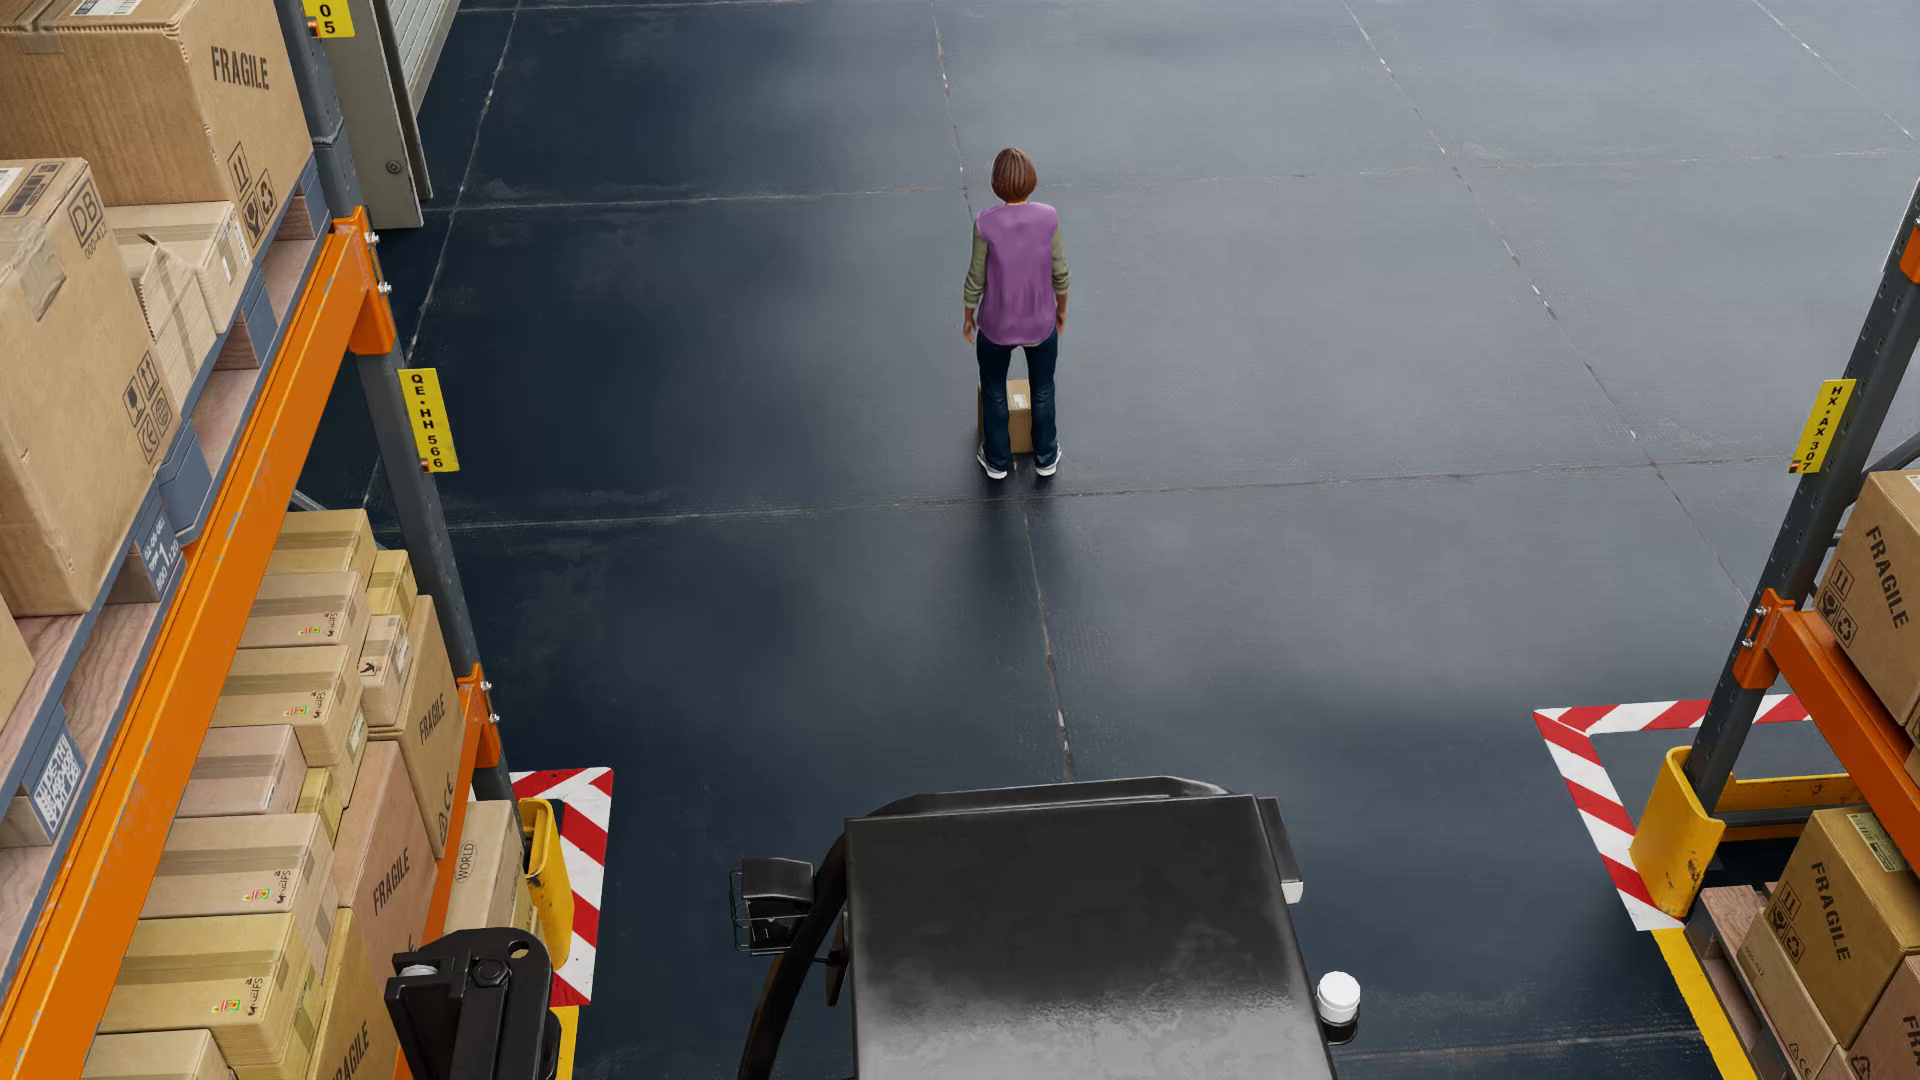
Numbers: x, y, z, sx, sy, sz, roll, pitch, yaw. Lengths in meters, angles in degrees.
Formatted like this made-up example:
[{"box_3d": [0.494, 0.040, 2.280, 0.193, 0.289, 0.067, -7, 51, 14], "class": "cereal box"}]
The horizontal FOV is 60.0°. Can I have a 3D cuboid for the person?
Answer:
[{"box_3d": [0.252, -0.955, 7.315, 0.474, 1.593, 0.345, -4, 40, -5], "class": "person"}]
